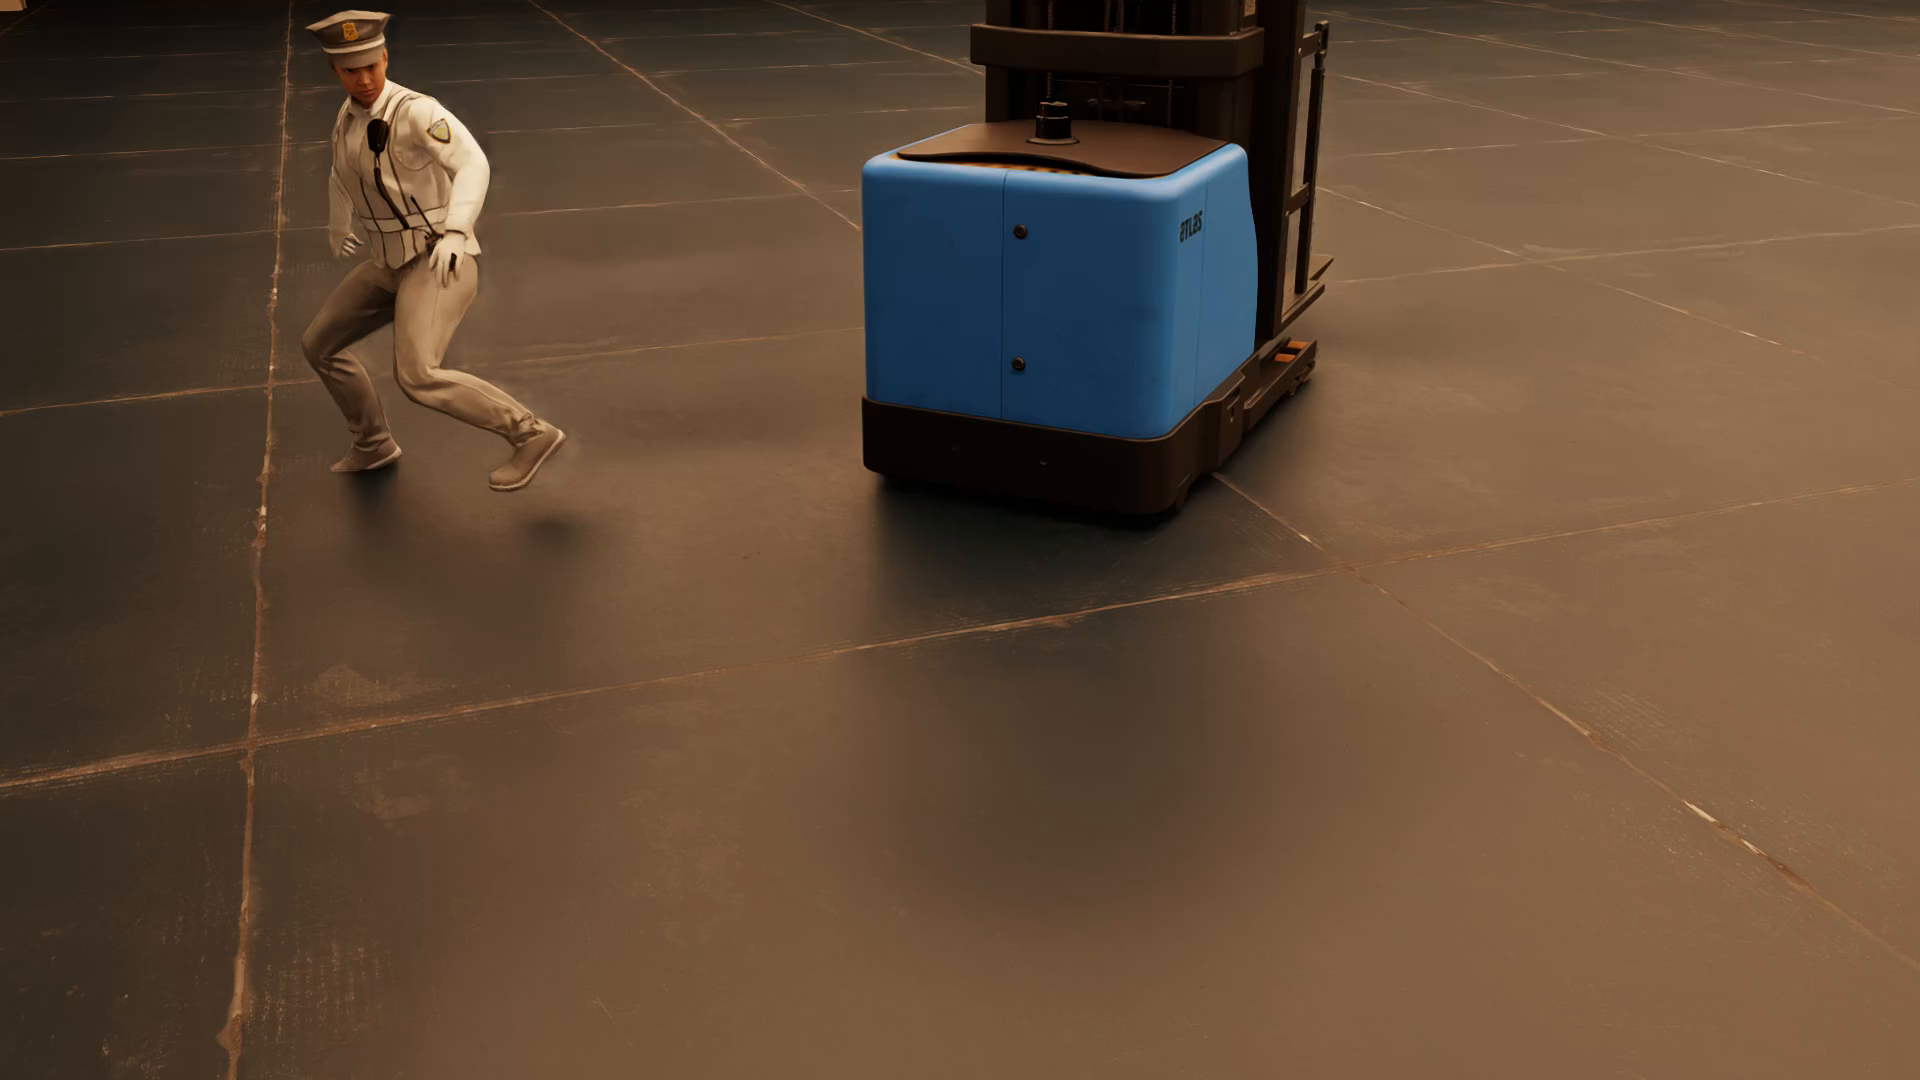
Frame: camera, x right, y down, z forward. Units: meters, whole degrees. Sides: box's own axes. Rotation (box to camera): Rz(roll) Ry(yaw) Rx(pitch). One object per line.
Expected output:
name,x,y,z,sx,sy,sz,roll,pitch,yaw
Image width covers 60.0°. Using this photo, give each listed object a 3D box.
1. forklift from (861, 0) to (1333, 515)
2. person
forklift,0.758,-1.965,5.971,1.130,2.935,3.031,10,25,23
person,-1.793,-0.867,5.272,1.070,1.562,0.454,21,31,40
